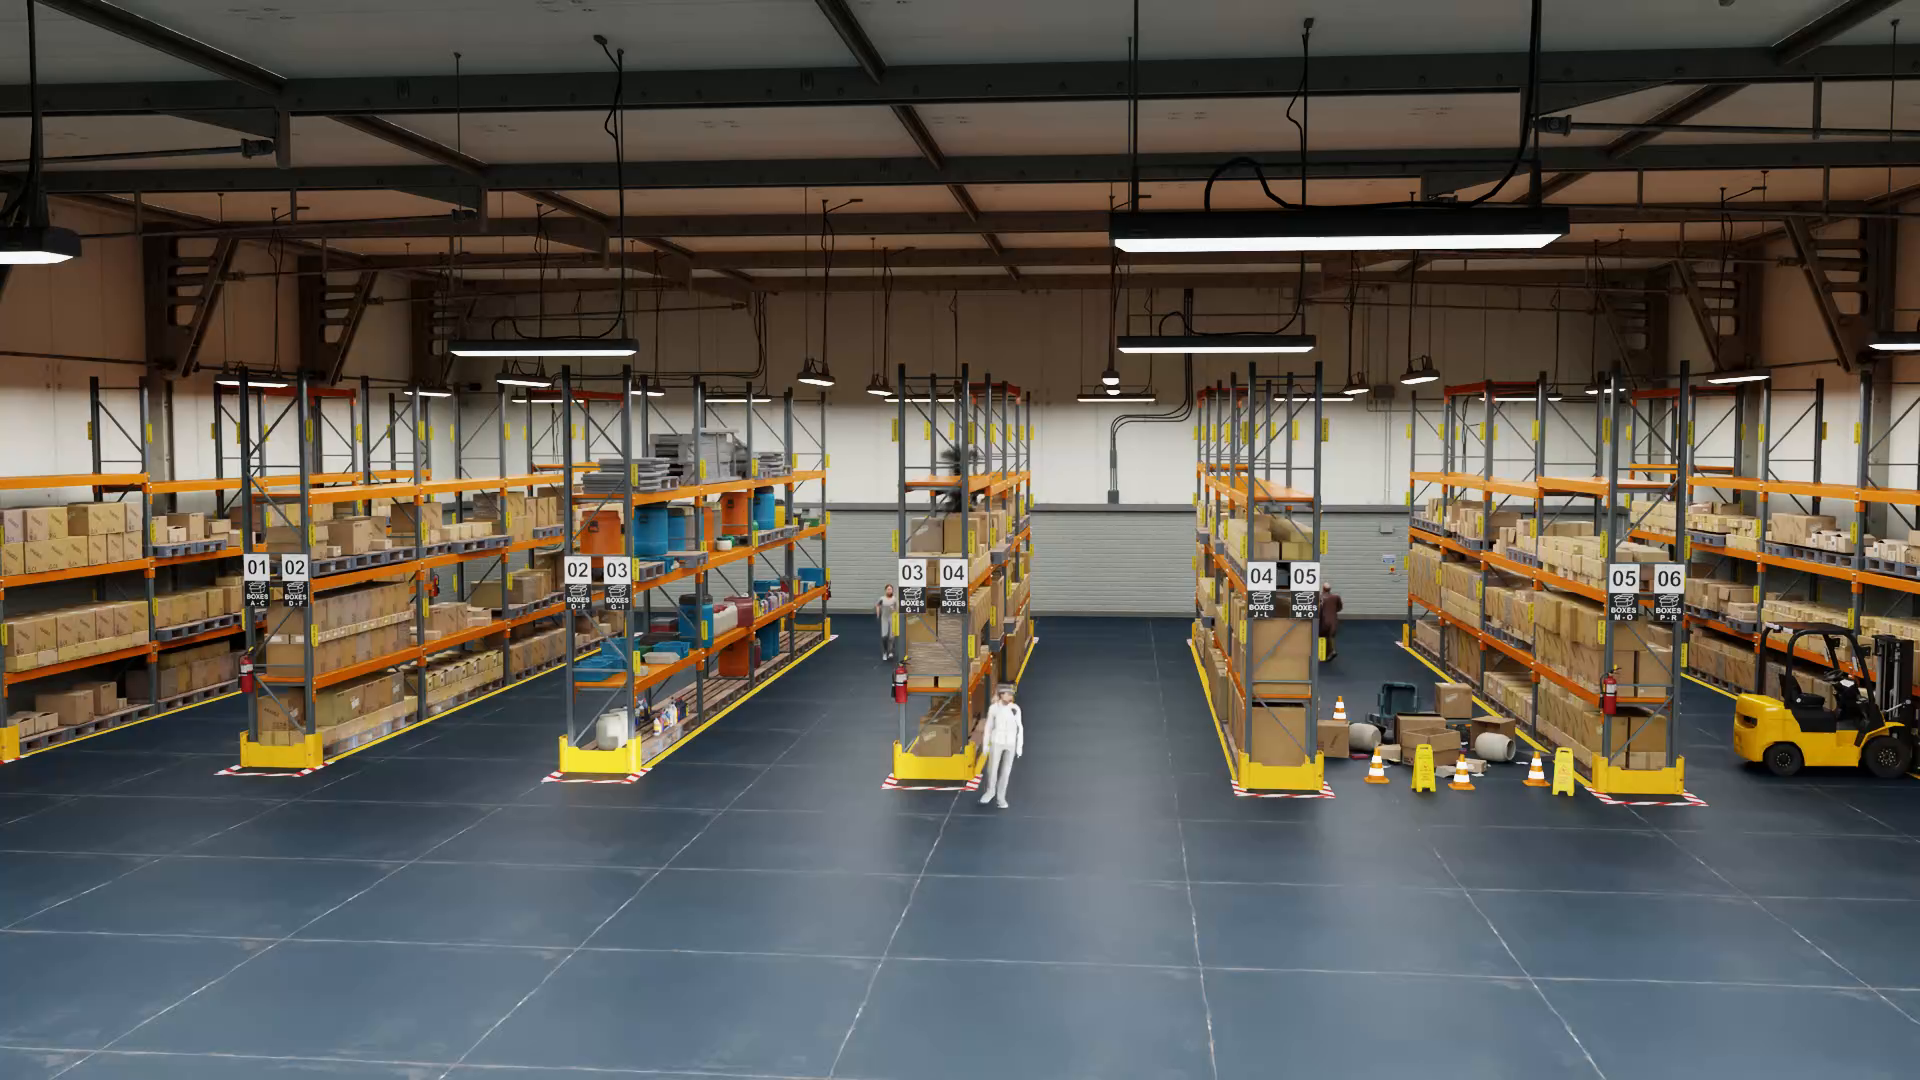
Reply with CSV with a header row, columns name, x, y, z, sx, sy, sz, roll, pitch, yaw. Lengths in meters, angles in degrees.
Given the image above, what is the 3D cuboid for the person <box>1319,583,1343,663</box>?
name,x,y,z,sx,sy,sz,roll,pitch,yaw
person,8.052,1.821,36.075,0.680,1.764,0.881,-1,4,-9

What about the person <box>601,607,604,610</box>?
name,x,y,z,sx,sy,sz,roll,pitch,yaw
person,-9.045,1.382,43.620,0.849,1.724,0.686,3,4,35

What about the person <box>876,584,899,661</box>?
name,x,y,z,sx,sy,sz,roll,pitch,yaw
person,-1.577,1.818,36.638,0.543,1.687,0.703,0,4,-4

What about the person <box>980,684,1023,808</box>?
name,x,y,z,sx,sy,sz,roll,pitch,yaw
person,0.557,2.736,22.193,0.562,1.665,0.442,-1,4,-15
